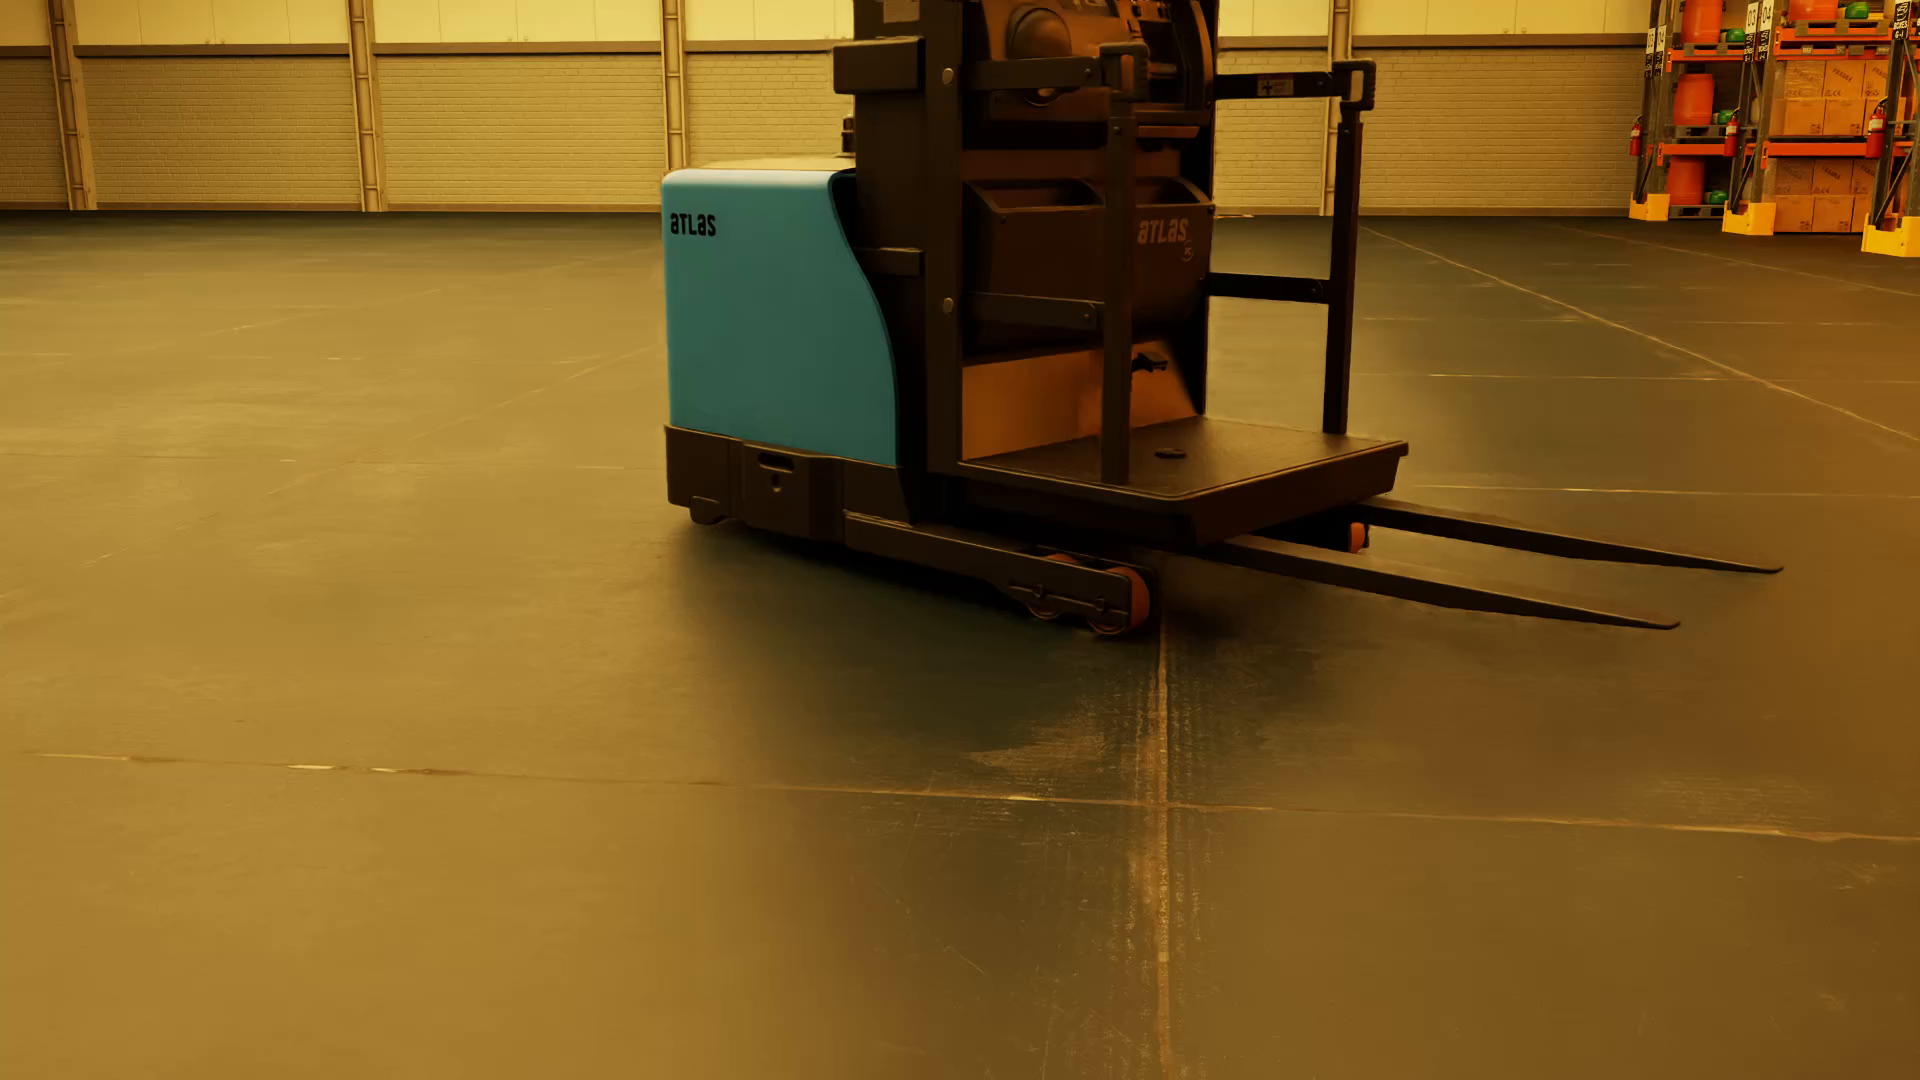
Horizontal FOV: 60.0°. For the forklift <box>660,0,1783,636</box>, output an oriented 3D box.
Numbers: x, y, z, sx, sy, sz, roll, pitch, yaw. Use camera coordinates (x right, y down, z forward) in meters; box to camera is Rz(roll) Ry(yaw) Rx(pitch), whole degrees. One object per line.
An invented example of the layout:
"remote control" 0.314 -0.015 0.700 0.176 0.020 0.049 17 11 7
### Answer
"forklift" 0.510 -1.332 4.206 3.031 2.935 1.130 12 18 42
